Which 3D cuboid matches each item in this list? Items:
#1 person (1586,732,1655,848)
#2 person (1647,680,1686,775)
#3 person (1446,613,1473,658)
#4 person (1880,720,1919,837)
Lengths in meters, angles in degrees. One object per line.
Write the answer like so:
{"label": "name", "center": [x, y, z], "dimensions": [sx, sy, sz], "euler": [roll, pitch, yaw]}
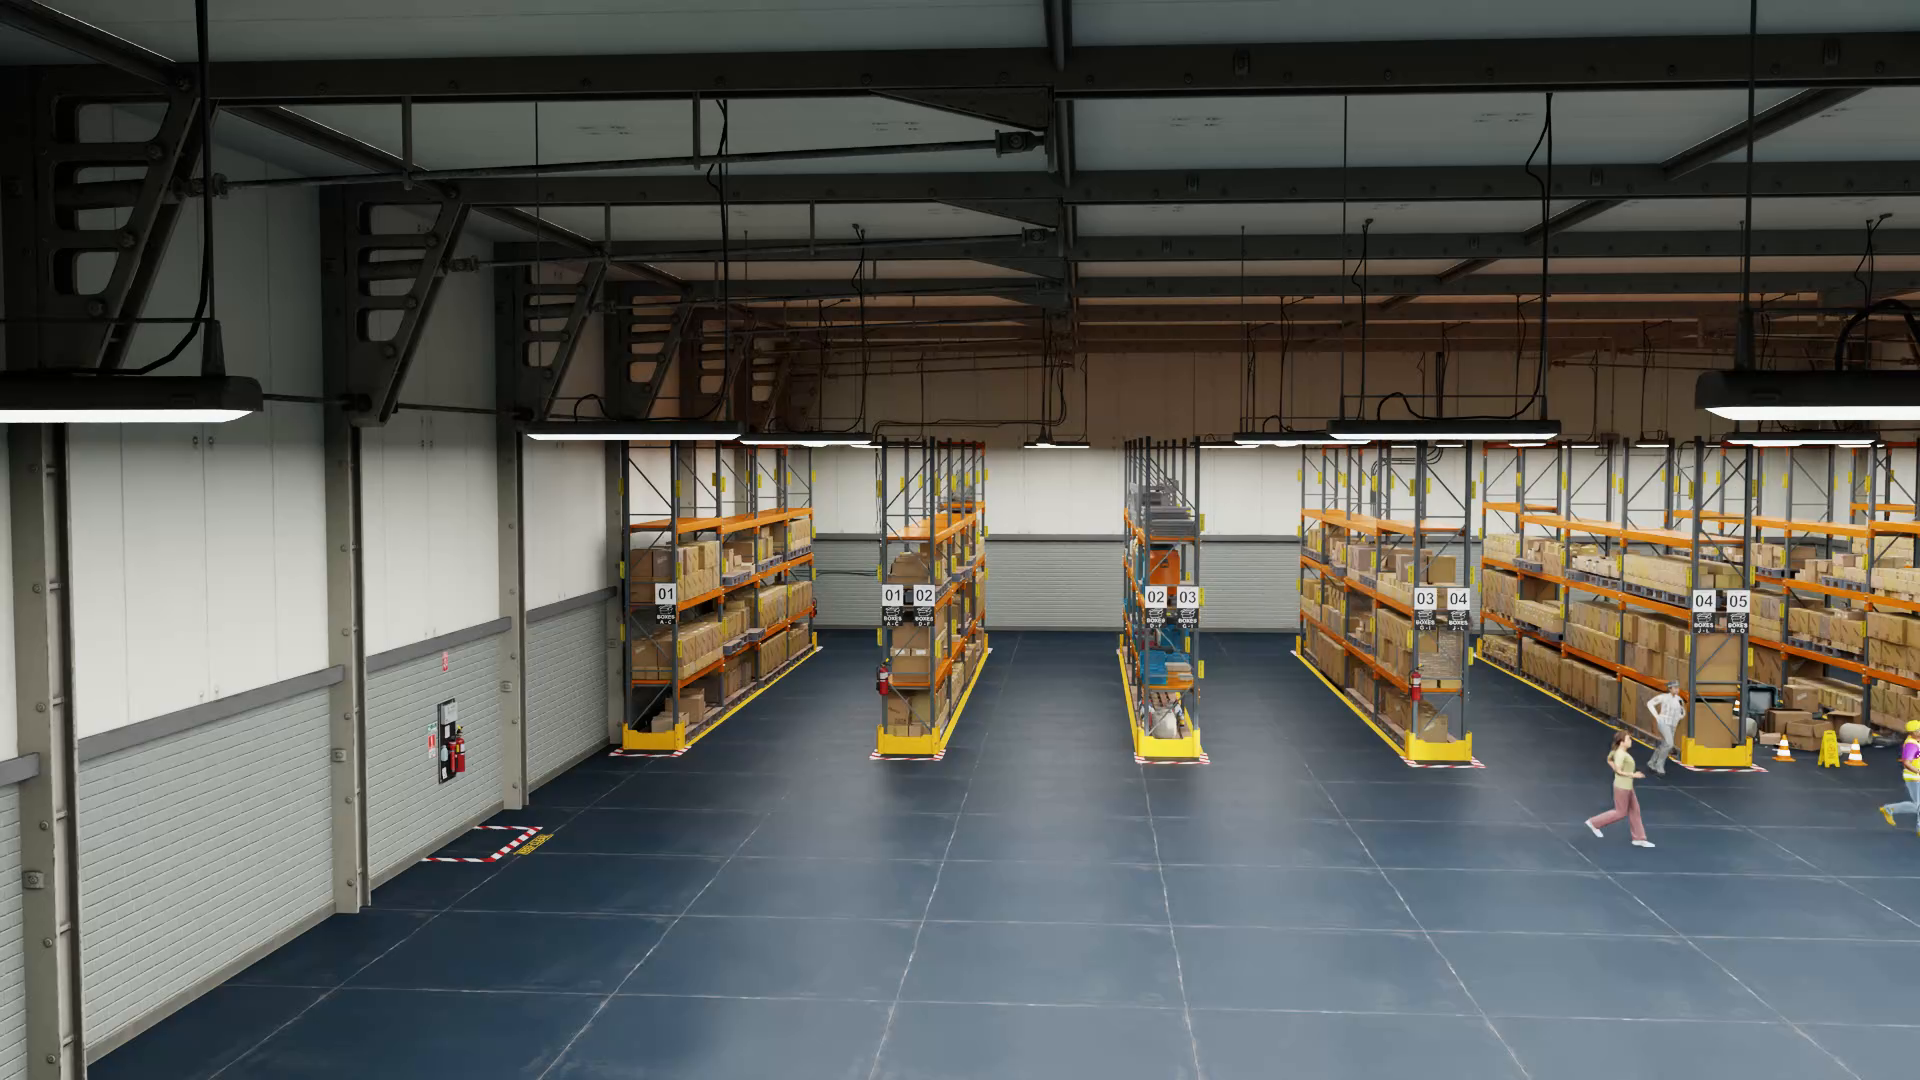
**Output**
{"label": "person", "center": [9.559, 3.594, 24.034], "dimensions": [0.934, 1.664, 0.578], "euler": [1, 3, 25]}
{"label": "person", "center": [12.569, 3.316, 29.560], "dimensions": [0.603, 1.698, 0.647], "euler": [-1, 3, -19]}
{"label": "person", "center": [13.143, 2.488, 43.817], "dimensions": [0.728, 1.736, 0.911], "euler": [1, 3, 10]}
{"label": "person", "center": [14.142, 3.542, 24.700], "dimensions": [0.792, 1.740, 0.697], "euler": [2, 4, 35]}
